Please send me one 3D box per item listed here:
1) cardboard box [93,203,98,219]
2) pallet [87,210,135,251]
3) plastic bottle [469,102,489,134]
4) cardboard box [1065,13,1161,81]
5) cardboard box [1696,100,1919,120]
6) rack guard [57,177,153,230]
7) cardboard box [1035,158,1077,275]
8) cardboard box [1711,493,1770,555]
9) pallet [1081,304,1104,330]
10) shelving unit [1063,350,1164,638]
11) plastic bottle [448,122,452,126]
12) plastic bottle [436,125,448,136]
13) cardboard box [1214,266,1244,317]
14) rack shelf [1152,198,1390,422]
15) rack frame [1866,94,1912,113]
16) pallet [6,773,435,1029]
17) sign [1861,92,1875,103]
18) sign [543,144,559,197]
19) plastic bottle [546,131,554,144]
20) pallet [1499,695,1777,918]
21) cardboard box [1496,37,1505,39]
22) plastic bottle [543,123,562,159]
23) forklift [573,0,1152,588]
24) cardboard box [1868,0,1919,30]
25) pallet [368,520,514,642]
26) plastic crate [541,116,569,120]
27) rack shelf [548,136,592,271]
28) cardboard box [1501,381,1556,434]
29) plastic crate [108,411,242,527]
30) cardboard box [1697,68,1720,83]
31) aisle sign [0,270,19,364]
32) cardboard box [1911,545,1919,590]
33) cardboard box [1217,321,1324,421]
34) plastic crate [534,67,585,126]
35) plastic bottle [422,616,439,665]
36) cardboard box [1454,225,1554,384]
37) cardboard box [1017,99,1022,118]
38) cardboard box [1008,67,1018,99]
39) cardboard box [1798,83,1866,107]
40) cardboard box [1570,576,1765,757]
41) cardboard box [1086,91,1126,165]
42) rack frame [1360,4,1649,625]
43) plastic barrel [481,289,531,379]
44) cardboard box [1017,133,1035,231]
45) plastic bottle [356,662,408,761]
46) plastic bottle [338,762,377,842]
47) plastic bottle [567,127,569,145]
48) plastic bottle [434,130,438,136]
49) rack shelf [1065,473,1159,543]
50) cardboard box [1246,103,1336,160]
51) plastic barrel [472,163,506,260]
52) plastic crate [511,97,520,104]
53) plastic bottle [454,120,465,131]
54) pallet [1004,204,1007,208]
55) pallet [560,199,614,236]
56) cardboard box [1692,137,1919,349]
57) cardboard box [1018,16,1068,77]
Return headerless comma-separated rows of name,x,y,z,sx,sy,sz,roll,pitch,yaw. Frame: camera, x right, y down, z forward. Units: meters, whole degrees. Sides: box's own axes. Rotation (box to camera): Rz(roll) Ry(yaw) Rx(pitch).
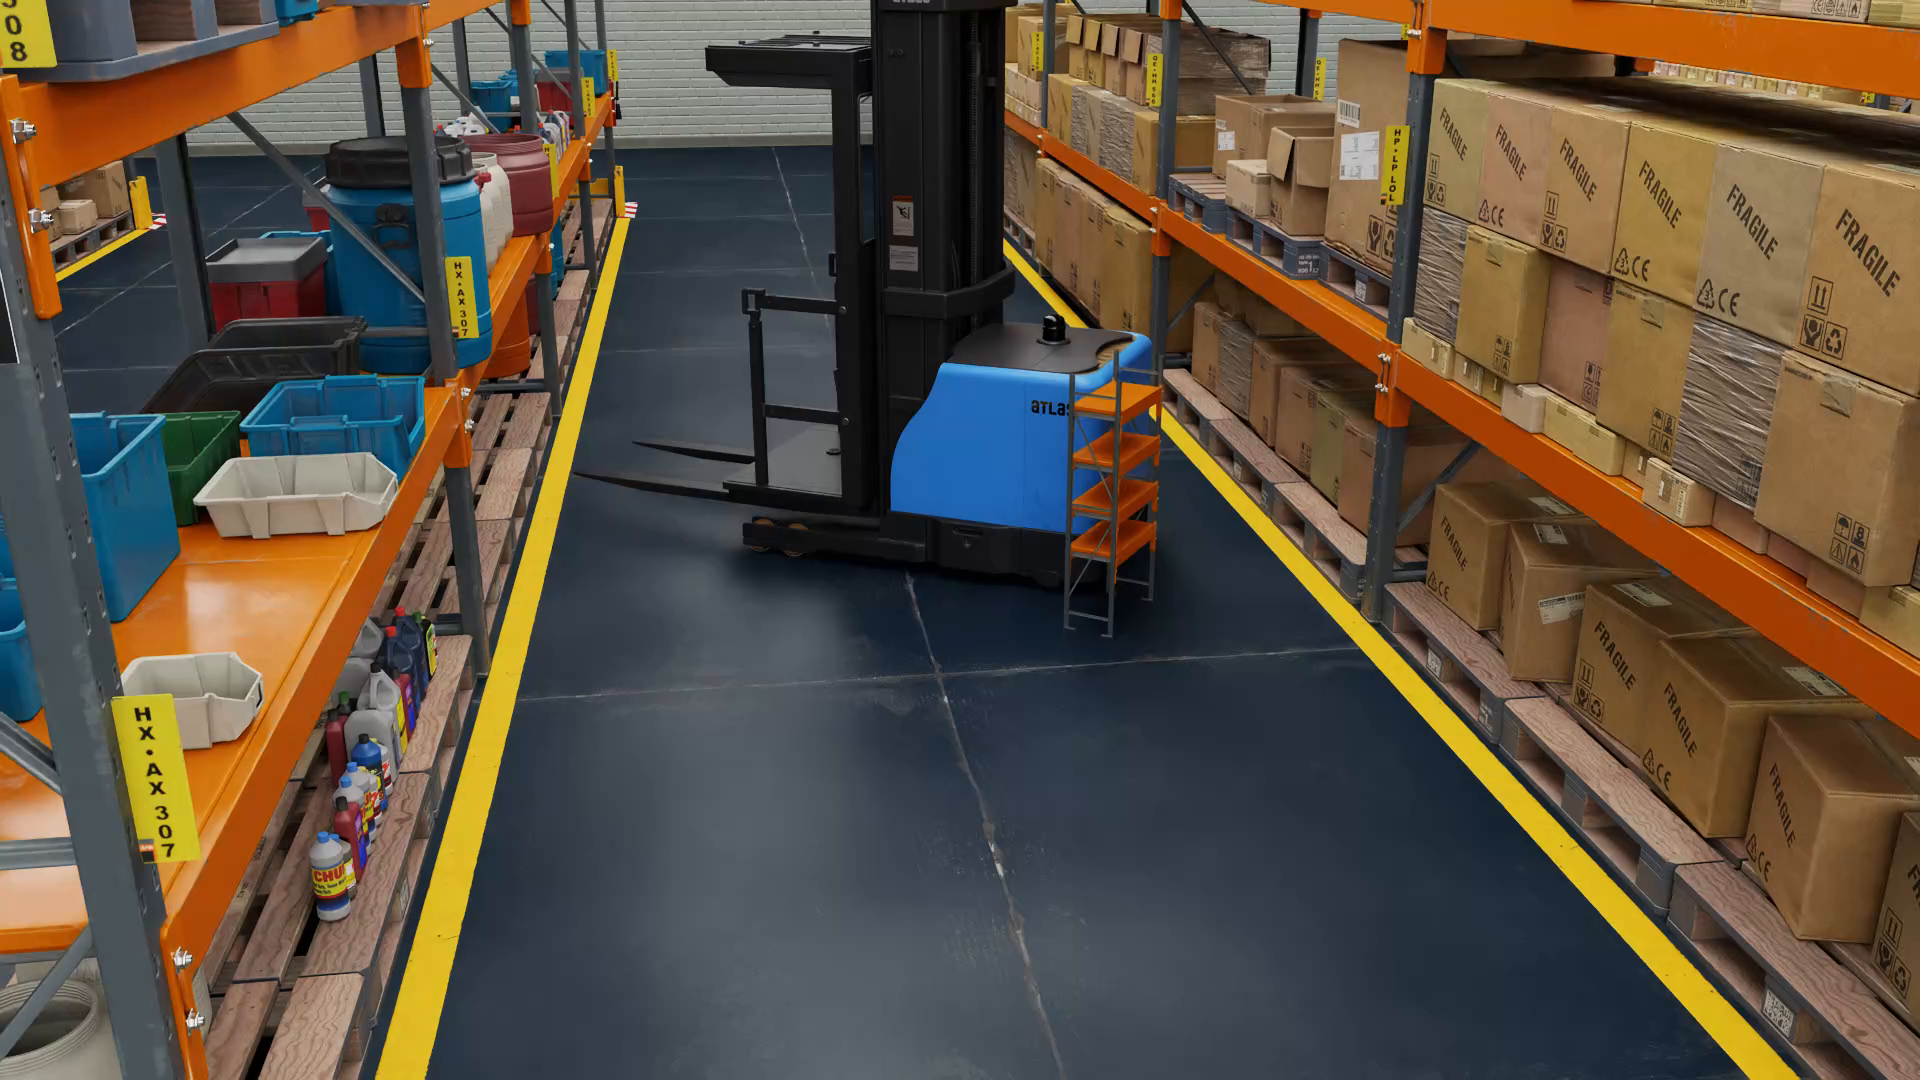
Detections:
cardboard box,-8.867,-3.274,16.615,0.380,0.166,0.250,-3,21,-8
pallet,-9.031,-3.107,16.733,1.003,0.211,1.213,-3,21,-8
plastic bottle,-3.944,-3.404,13.613,0.144,0.351,0.185,-3,21,-8
cardboard box,1.322,-4.125,13.896,0.797,0.503,0.637,-3,21,-9
cardboard box,2.857,-1.225,5.713,0.500,0.500,0.500,-3,21,-8
rack guard,-9.147,-3.518,17.421,1.175,0.500,0.348,-3,21,-8
cardboard box,1.334,-2.810,14.388,1.225,0.875,0.875,-3,21,-8
cardboard box,2.510,-0.077,4.993,0.380,0.149,0.250,-3,21,-8
pallet,1.587,-1.836,13.330,1.003,0.211,1.213,-3,21,-8
shelving unit,0.699,-0.214,7.575,0.258,1.200,0.503,11,23,26
plastic bottle,-3.921,-3.068,12.811,0.061,0.283,0.133,-3,21,-8
plastic bottle,-3.776,-2.853,12.137,0.144,0.351,0.185,-3,21,-8
cardboard box,1.925,-1.600,10.585,0.500,0.250,0.500,-2,21,-6
rack shelf,2.087,-1.414,9.244,1.077,0.370,4.000,-3,21,-8
rack frame,6.721,-2.659,11.549,1.000,3.000,0.127,-3,21,-8
pallet,-2.291,1.155,5.322,1.003,0.211,1.213,-3,21,-8
sign,6.186,-3.134,11.278,0.100,0.325,0.005,-3,21,-8
sign,-2.559,-2.301,10.356,0.100,0.325,0.005,-3,21,-8
plastic bottle,-3.046,-2.898,12.356,0.061,0.283,0.133,-3,21,-8
pallet,2.686,0.901,6.001,1.003,0.211,1.213,-3,21,-8
cardboard box,5.651,-4.736,16.540,0.500,0.500,0.500,-3,21,-8
plastic bottle,-3.177,-3.100,12.905,0.152,0.276,0.135,-3,21,-8
forklift,-0.581,-1.452,8.413,3.031,2.935,1.130,8,22,20
cardboard box,2.556,-1.336,3.933,0.500,0.250,0.500,-3,21,-7
pallet,-2.678,0.227,7.806,1.003,0.211,1.213,-3,21,-8
plastic crate,-3.605,-3.652,14.498,0.396,0.136,0.243,-3,21,-8
rack shelf,-3.391,-2.550,12.283,1.077,0.370,4.000,-3,21,-8
cardboard box,2.236,-0.505,6.139,0.380,0.149,0.250,-3,21,-8
plastic crate,-2.610,-0.226,5.336,0.450,0.188,0.662,-3,21,-8
cardboard box,6.013,-3.611,13.006,0.380,0.149,0.250,-2,21,-5
aisle sign,-1.649,-0.632,2.406,0.394,0.787,0.004,-3,21,-8
cardboard box,2.900,-0.052,4.000,0.875,0.500,0.500,-3,21,-8
cardboard box,2.007,-1.057,10.202,0.700,0.500,0.500,-5,21,-12
plastic crate,-3.560,-3.959,14.851,0.402,0.464,0.583,-3,21,-8
plastic bottle,-2.166,0.406,6.714,0.097,0.201,0.097,0,20,0
cardboard box,2.416,-0.911,6.301,0.875,0.500,0.500,-3,21,-8
cardboard box,0.742,-4.067,15.678,0.380,0.149,0.250,-3,21,-7
cardboard box,0.748,-4.393,15.981,0.500,0.250,0.500,-2,21,-7
cardboard box,6.197,-3.163,11.807,0.380,0.149,0.250,-4,21,-10
cardboard box,2.650,0.465,6.157,0.500,0.500,0.500,-5,21,-13
cardboard box,1.265,-3.178,12.795,0.500,0.500,0.500,-3,21,-7
rack frame,2.375,-1.059,7.264,1.000,3.000,0.127,-3,21,-8
plastic barrel,-3.190,-1.543,11.061,0.600,0.830,0.708,-3,21,-8
cardboard box,1.076,-3.574,16.436,0.875,0.875,0.875,-3,21,-8
plastic bottle,-2.074,0.612,5.947,0.144,0.351,0.185,-3,21,-8
plastic bottle,-1.966,0.851,5.421,0.097,0.271,0.097,0,20,0
plastic bottle,-3.259,-3.327,13.621,0.097,0.201,0.097,0,20,0
plastic bottle,-3.730,-2.742,11.842,0.144,0.351,0.185,-3,21,-8
rack shelf,0.699,-0.151,7.599,0.258,0.148,0.480,11,23,26
cardboard box,2.095,-2.314,9.882,0.700,0.500,0.500,0,20,0
plastic barrel,-2.682,-1.755,8.969,0.421,0.512,0.421,0,20,0
plastic crate,-4.228,-4.071,15.621,0.293,0.136,0.466,-3,21,-8
plastic bottle,-3.947,-3.171,13.103,0.097,0.271,0.097,0,20,0
pallet,0.838,-3.635,18.146,1.003,0.211,1.213,-3,21,-8
pallet,-4.176,-3.370,17.438,1.003,0.211,1.213,-3,21,-8
cardboard box,2.480,-0.853,4.715,0.500,0.500,0.500,-3,21,-8
cardboard box,0.823,-4.569,15.379,0.500,0.500,0.500,-3,21,-7
